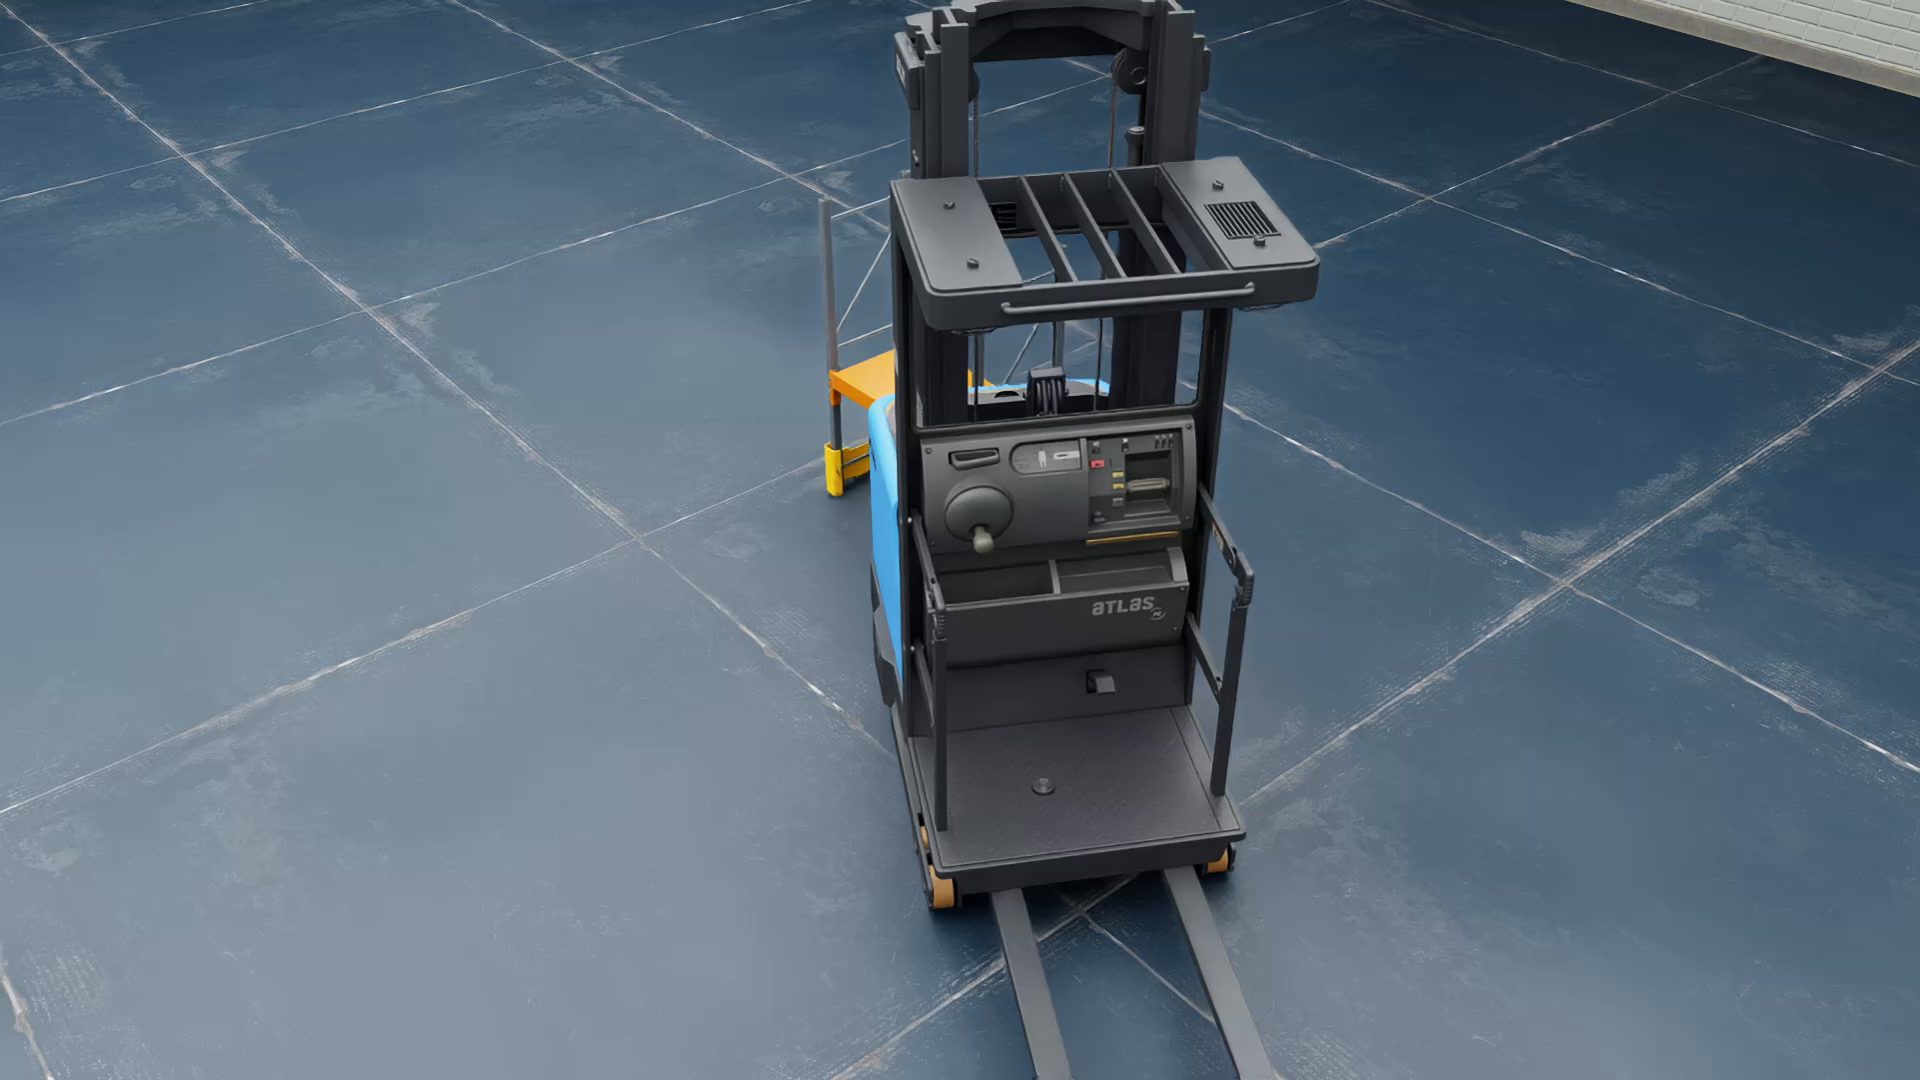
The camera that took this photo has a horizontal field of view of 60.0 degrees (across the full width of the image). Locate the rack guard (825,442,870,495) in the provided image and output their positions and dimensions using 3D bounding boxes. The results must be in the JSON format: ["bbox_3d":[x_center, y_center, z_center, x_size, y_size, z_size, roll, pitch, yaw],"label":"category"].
[{"bbox_3d":[-0.407,-0.442,8.158,0.587,0.250,0.087,-27,43,-32],"label":"rack guard"}]

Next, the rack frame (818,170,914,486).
[{"bbox_3d":[-0.420,-0.961,7.809,0.500,1.500,0.032,-27,43,-32],"label":"rack frame"}]

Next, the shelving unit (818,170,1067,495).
[{"bbox_3d":[-0.082,-0.735,7.490,0.587,1.500,1.083,-27,43,-32],"label":"shelving unit"}]

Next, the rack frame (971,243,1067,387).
[{"bbox_3d":[0.245,-0.516,7.181,0.500,1.500,0.032,-27,43,-32],"label":"rack frame"}]

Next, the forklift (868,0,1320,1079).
[{"bbox_3d":[0.374,-0.116,5.378,1.130,2.935,3.031,-6,36,-8],"label":"forklift"}]

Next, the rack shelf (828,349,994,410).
[{"bbox_3d":[-0.087,-0.592,7.599,0.538,0.185,1.000,-27,43,-32],"label":"rack shelf"}]
